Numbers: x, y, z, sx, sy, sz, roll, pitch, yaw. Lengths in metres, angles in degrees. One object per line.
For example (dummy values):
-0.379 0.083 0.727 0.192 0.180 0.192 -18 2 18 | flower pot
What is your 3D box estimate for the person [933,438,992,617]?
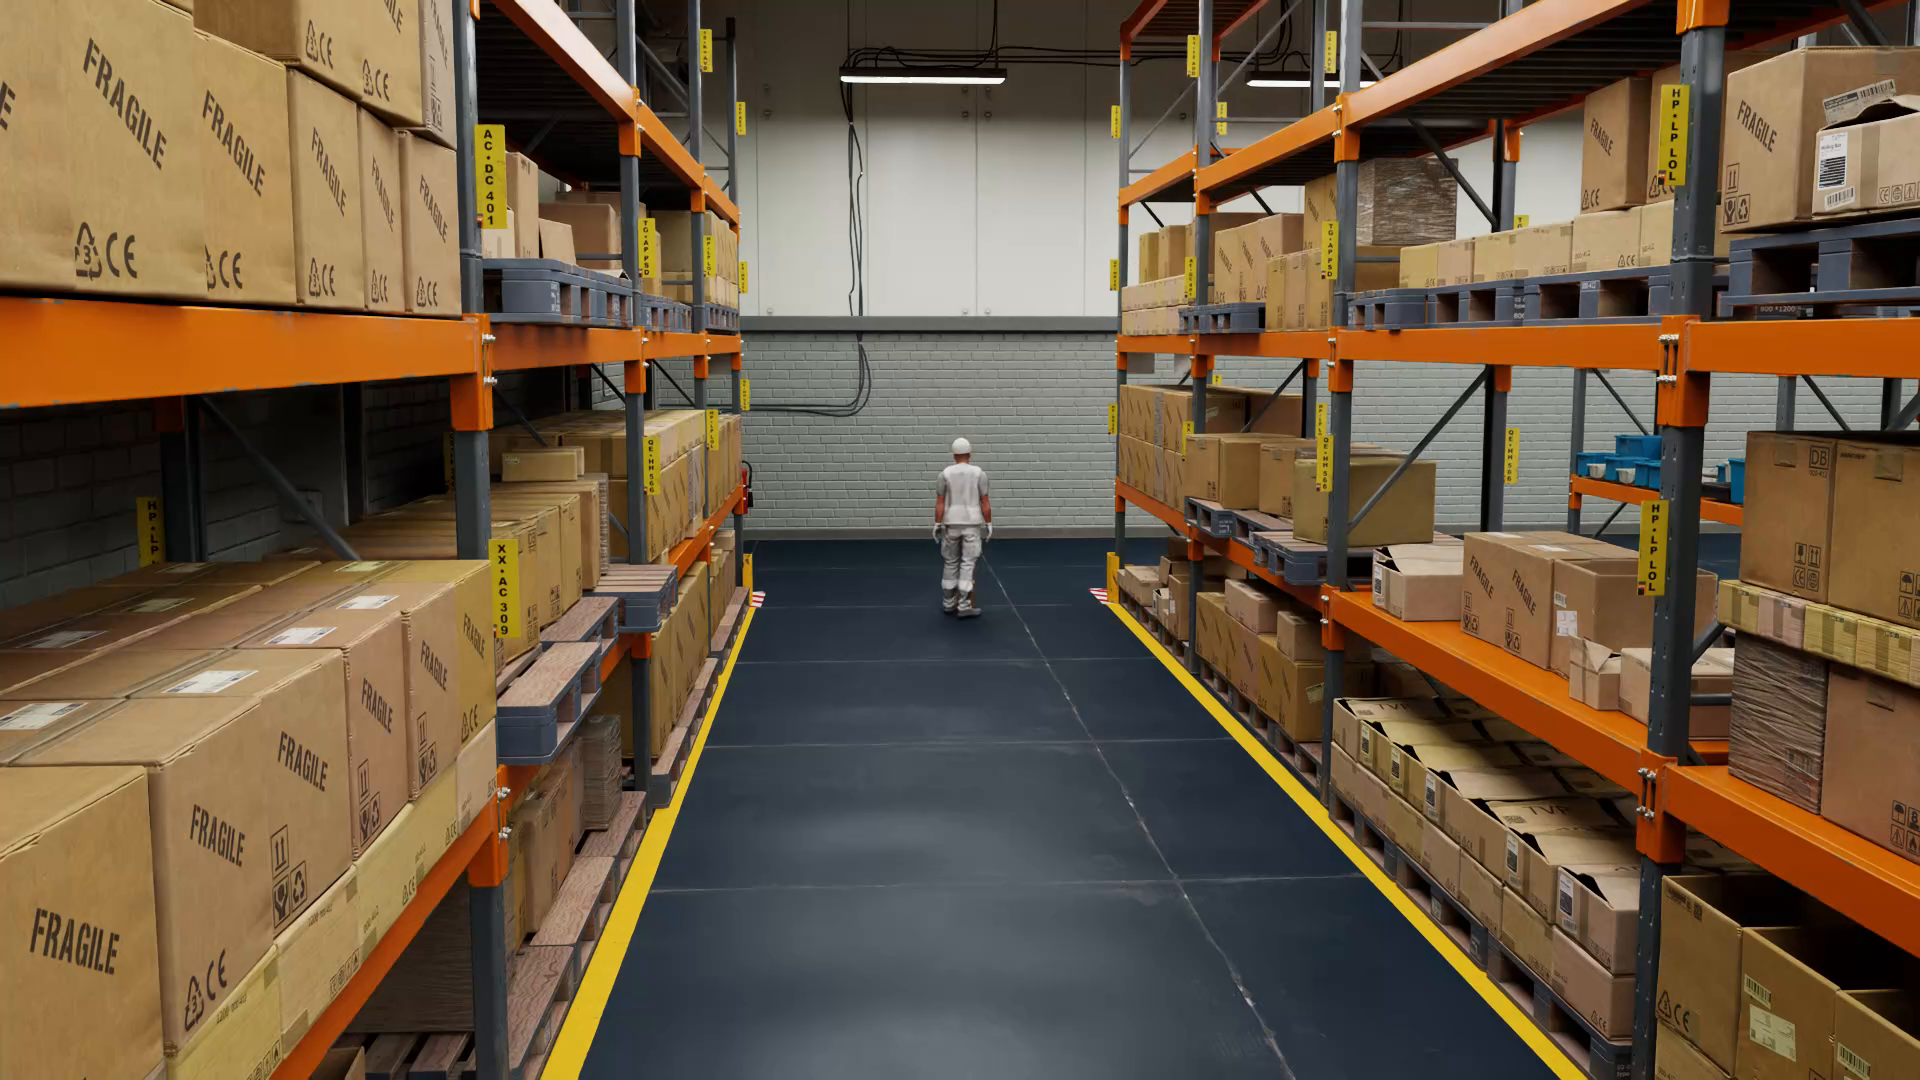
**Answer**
0.042 -0.144 16.779 0.579 1.782 0.624 1 7 10 | person
